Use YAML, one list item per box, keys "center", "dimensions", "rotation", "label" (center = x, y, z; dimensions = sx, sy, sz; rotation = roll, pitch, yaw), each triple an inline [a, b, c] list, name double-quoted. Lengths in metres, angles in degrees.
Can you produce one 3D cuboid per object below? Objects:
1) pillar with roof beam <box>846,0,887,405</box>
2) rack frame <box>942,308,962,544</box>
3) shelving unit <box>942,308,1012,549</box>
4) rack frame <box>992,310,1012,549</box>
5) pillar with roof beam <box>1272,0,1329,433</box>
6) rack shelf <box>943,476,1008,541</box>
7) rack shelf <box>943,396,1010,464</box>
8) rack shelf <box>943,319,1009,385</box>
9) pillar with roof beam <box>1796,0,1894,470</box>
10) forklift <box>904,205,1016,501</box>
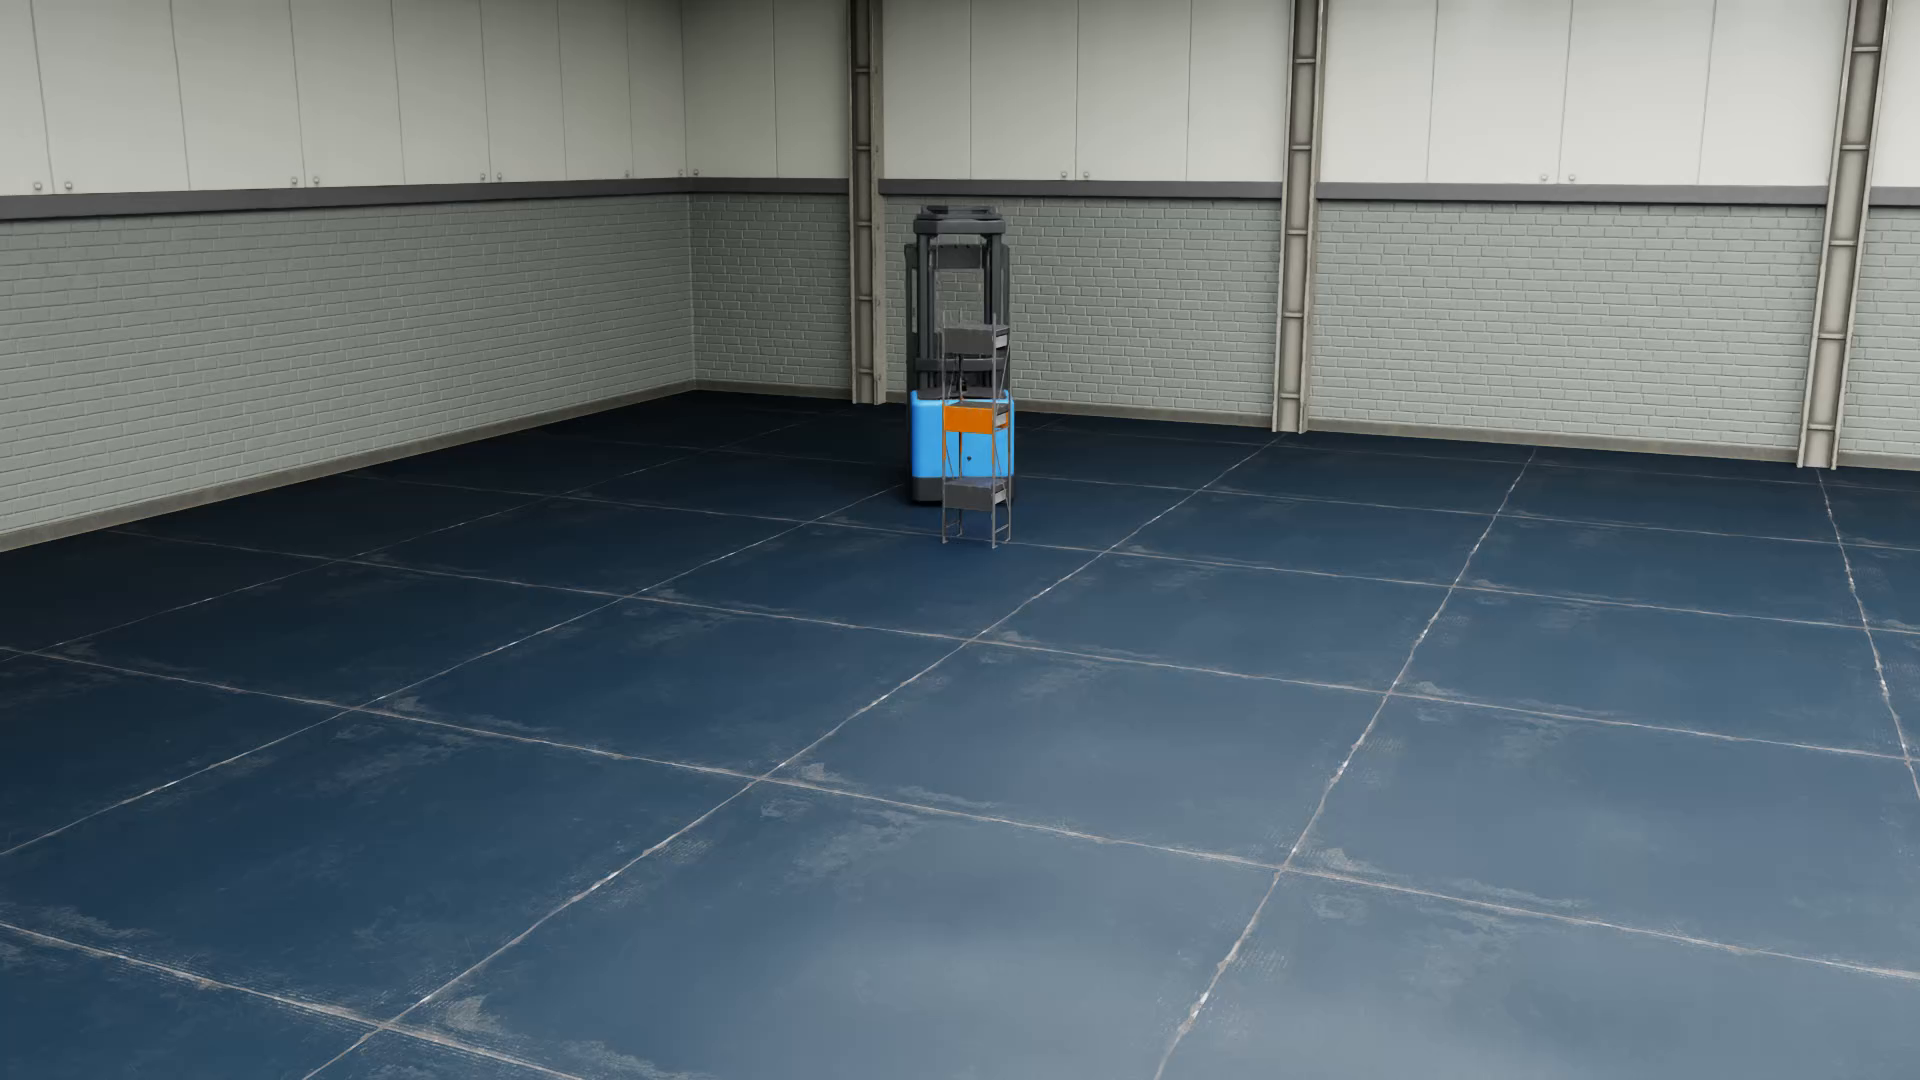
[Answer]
- center: [-3.027, -5.431, 18.697]
  dimensions: [0.400, 9.000, 9.100]
  rotation: [6, 14, 23]
  label: "pillar with roof beam"
- center: [-0.072, -1.029, 15.041]
  dimensions: [0.015, 2.100, 0.400]
  rotation: [6, 14, 23]
  label: "rack frame"
- center: [0.151, -1.007, 14.945]
  dimensions: [0.503, 2.100, 0.431]
  rotation: [6, 14, 23]
  label: "shelving unit"
- center: [0.374, -0.984, 14.849]
  dimensions: [0.015, 2.100, 0.400]
  rotation: [6, 14, 23]
  label: "rack frame"
- center: [2.459, -4.876, 16.331]
  dimensions: [0.400, 9.000, 9.100]
  rotation: [6, 14, 23]
  label: "pillar with roof beam"
- center: [0.151, -0.312, 15.108]
  dimensions: [0.480, 0.518, 0.431]
  rotation: [6, 14, 23]
  label: "rack shelf"
- center: [0.151, -0.994, 14.948]
  dimensions: [0.480, 0.518, 0.431]
  rotation: [6, 14, 23]
  label: "rack shelf"
- center: [0.151, -1.675, 14.788]
  dimensions: [0.480, 0.518, 0.431]
  rotation: [6, 14, 23]
  label: "rack shelf"
- center: [7.945, -4.321, 13.965]
  dimensions: [0.400, 9.000, 9.100]
  rotation: [6, 14, 23]
  label: "pillar with roof beam"
- center: [-0.037, -2.094, 17.760]
  dimensions: [1.130, 2.935, 3.031]
  rotation: [-1, 13, -3]
  label: "forklift"
